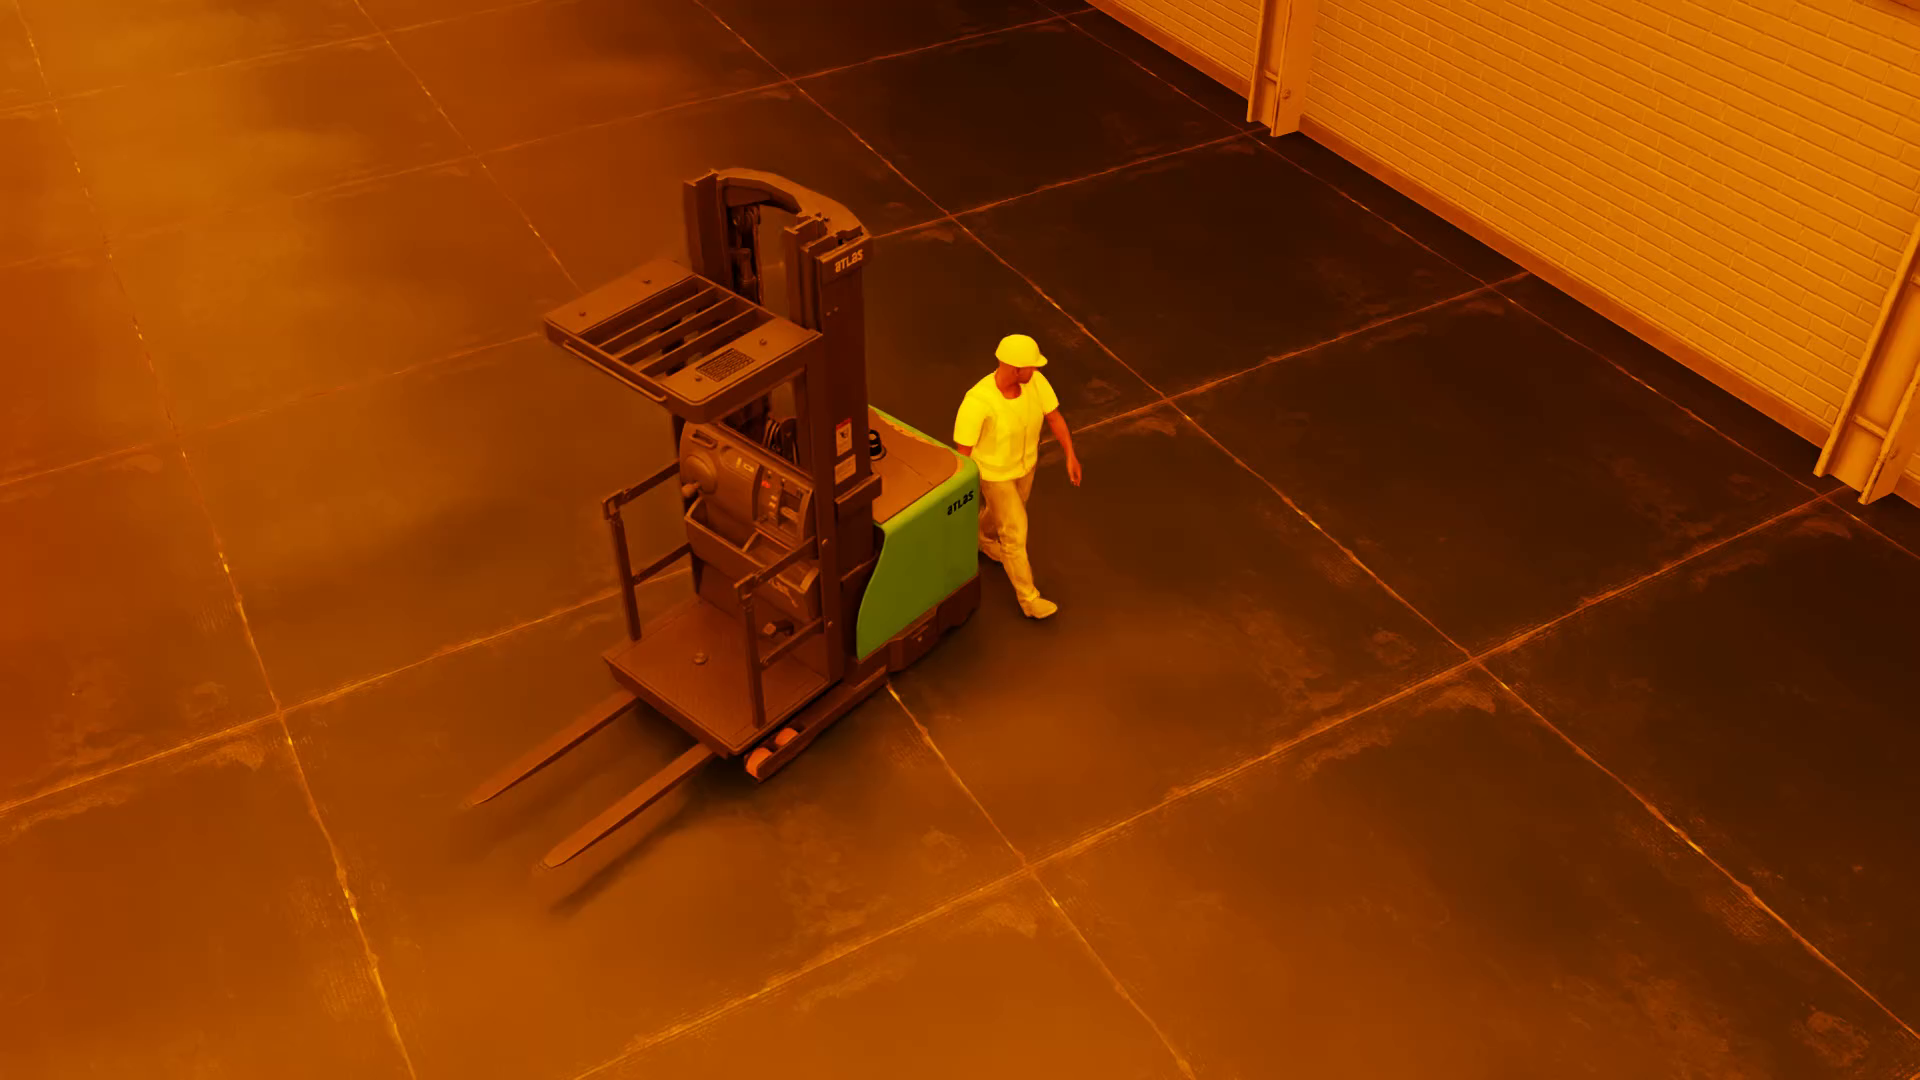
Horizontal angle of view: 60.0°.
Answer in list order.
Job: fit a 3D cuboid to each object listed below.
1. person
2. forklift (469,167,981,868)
[{"bbox_3d":[0.311,-0.373,9.454,0.910,1.716,0.737,30,48,31],"label":"person"},{"bbox_3d":[-1.231,-0.229,8.312,1.130,2.935,3.031,30,48,31],"label":"forklift"}]
